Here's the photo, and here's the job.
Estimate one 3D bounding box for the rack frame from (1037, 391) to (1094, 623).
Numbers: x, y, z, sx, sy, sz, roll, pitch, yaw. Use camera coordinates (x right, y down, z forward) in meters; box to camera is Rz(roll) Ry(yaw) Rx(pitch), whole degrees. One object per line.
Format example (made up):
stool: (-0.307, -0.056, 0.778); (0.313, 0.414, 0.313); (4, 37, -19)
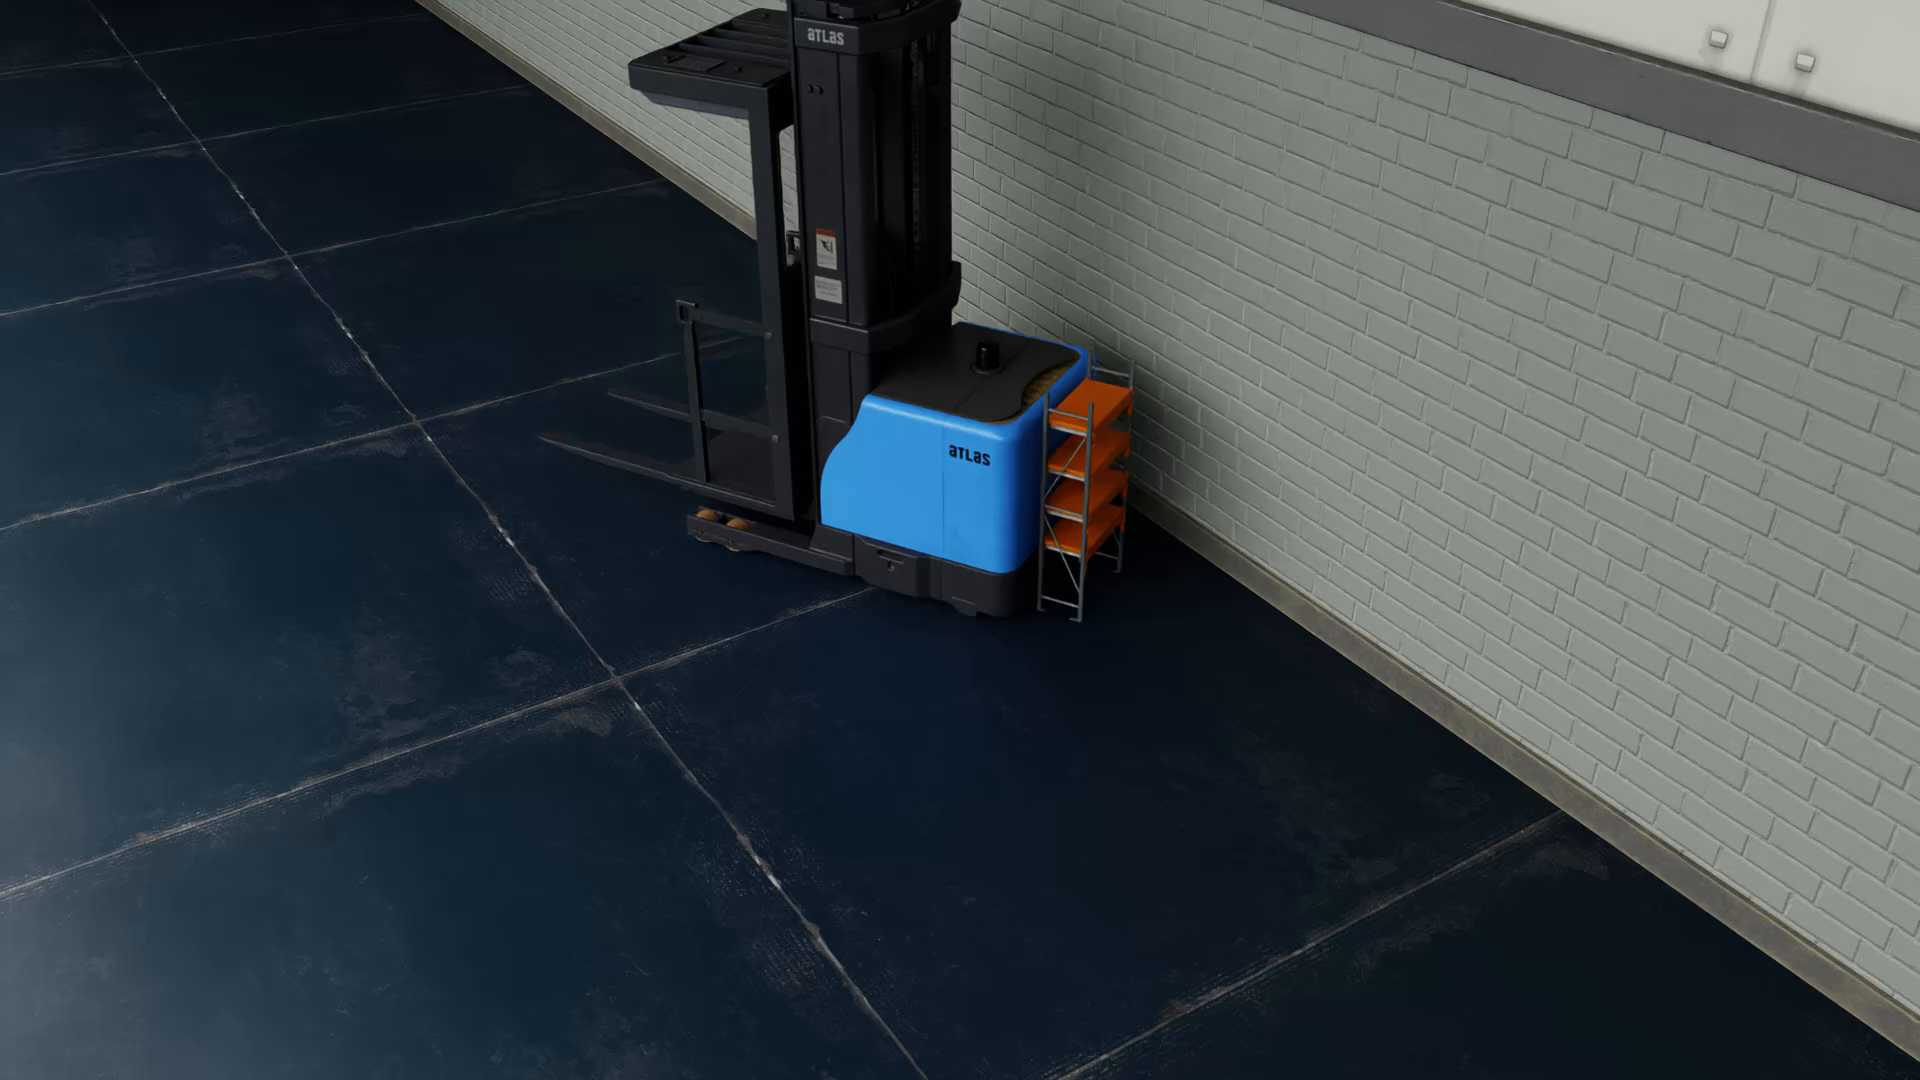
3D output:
rack frame: (0.491, -0.137, 7.841); (0.240, 1.200, 0.015); (16, 36, 23)

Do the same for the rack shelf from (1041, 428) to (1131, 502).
rack shelf: (0.605, -0.384, 7.940); (0.258, 0.148, 0.480); (16, 36, 23)

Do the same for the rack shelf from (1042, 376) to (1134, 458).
rack shelf: (0.605, -0.584, 7.814); (0.258, 0.148, 0.480); (16, 36, 23)

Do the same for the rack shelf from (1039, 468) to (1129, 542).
rack shelf: (0.604, -0.195, 8.060); (0.258, 0.148, 0.480); (16, 36, 23)

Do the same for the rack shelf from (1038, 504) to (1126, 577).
rack shelf: (0.603, -0.027, 8.166); (0.258, 0.148, 0.480); (16, 36, 23)

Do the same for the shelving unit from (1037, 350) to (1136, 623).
shelving unit: (0.604, -0.252, 8.024); (0.258, 1.200, 0.503); (16, 36, 23)

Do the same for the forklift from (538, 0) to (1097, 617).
forklift: (-0.854, -1.411, 8.240); (3.031, 2.935, 1.130); (16, 35, 23)

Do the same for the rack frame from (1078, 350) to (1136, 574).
rack frame: (0.717, -0.367, 8.207); (0.240, 1.200, 0.015); (16, 36, 23)
